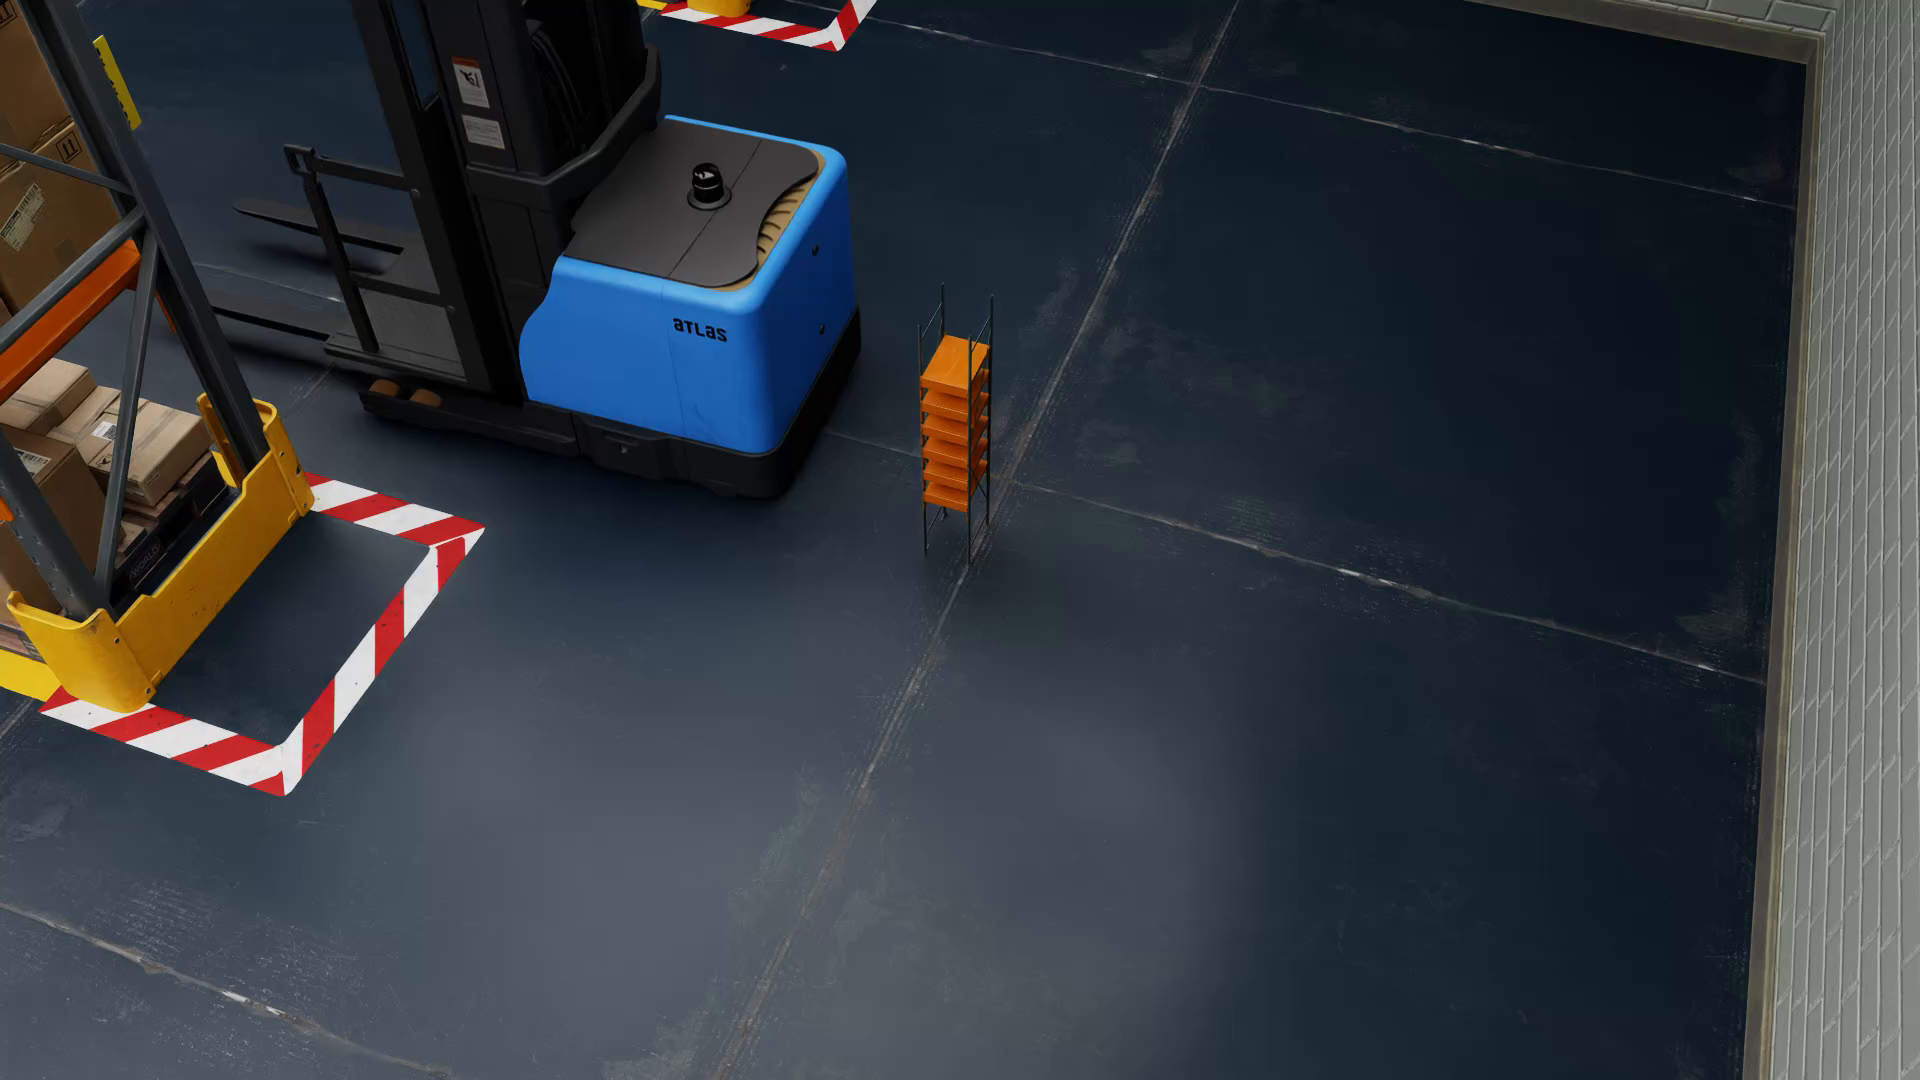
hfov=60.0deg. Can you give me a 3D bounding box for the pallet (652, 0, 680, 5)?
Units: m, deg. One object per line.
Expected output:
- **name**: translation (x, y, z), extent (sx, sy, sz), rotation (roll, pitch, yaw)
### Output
- **pallet**: translation (-1.958, -3.528, 9.535), extent (1.213, 0.211, 1.003), rotation (16, 51, 13)

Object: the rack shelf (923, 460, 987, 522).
- **rack shelf**: translation (-0.014, -0.210, 6.381), extent (0.180, 0.103, 0.258), rotation (16, 51, 13)

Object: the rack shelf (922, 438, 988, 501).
- **rack shelf**: translation (-0.014, -0.289, 6.291), extent (0.180, 0.103, 0.258), rotation (16, 51, 13)

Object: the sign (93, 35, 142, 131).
- **sign**: translation (-2.706, -1.443, 5.309), extent (0.005, 0.325, 0.100), rotation (16, 51, 13)

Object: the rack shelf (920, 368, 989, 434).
- **rack shelf**: translation (-0.014, -0.525, 6.019), extent (0.180, 0.103, 0.258), rotation (16, 51, 13)

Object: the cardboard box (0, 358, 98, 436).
- **cardboard box**: translation (-3.775, -0.493, 6.587), extent (0.500, 0.250, 0.500), rotation (16, 51, 13)

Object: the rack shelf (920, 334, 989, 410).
- **rack shelf**: translation (-0.014, -0.603, 5.928), extent (0.180, 0.103, 0.258), rotation (16, 51, 13)

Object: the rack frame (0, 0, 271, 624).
- **rack frame**: translation (-2.894, -0.775, 5.303), extent (0.127, 3.000, 1.000), rotation (16, 51, 13)

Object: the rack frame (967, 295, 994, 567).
- **rack frame**: translation (0.072, -0.373, 6.146), extent (0.006, 1.200, 0.240), rotation (16, 51, 13)

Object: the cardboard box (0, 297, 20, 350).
- **cardboard box**: translation (-3.409, -0.732, 5.200), extent (0.500, 0.500, 0.500), rotation (17, 51, 14)

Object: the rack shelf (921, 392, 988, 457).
- **rack shelf**: translation (-0.014, -0.446, 6.109), extent (0.180, 0.103, 0.258), rotation (16, 51, 13)

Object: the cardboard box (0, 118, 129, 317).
- **cardboard box**: translation (-3.219, -1.111, 5.528), extent (0.500, 0.500, 0.500), rotation (17, 51, 14)

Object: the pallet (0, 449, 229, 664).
- **pallet**: translation (-3.714, -0.089, 6.555), extent (1.213, 0.211, 1.003), rotation (16, 51, 13)

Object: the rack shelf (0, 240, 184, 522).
- **rack shelf**: translation (-4.770, -1.063, 6.029), extent (4.000, 0.370, 1.077), rotation (16, 51, 13)

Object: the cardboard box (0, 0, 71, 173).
- **cardboard box**: translation (-3.219, -1.438, 5.150), extent (0.500, 0.500, 0.500), rotation (17, 51, 14)

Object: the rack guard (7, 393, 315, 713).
- **rack guard**: translation (-2.966, 0.024, 6.265), extent (0.348, 0.500, 1.175), rotation (16, 51, 13)

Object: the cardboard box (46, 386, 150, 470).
- **cardboard box**: translation (-3.402, -0.410, 6.570), extent (0.250, 0.166, 0.380), rotation (16, 51, 13)

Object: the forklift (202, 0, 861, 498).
- **forklift**: translation (-2.005, -1.796, 6.233), extent (3.031, 2.935, 1.130), rotation (14, 51, 12)

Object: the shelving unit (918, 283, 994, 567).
- **shelving unit**: translation (-0.014, -0.397, 6.166), extent (0.189, 1.200, 0.258), rotation (16, 51, 13)

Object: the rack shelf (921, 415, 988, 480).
- **rack shelf**: translation (-0.014, -0.368, 6.200), extent (0.180, 0.103, 0.258), rotation (16, 51, 13)

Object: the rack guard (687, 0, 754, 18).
- **rack guard**: translation (-1.159, -3.462, 9.286), extent (0.348, 0.500, 1.175), rotation (16, 51, 13)

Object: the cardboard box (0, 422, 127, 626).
- **cardboard box**: translation (-3.490, -0.068, 6.054), extent (0.500, 0.500, 0.500), rotation (16, 51, 13)

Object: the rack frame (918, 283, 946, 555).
- **rack frame**: translation (-0.099, -0.421, 6.187), extent (0.006, 1.200, 0.240), rotation (16, 51, 13)

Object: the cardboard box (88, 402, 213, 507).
- **cardboard box**: translation (-3.168, -0.338, 6.520), extent (0.250, 0.149, 0.380), rotation (16, 51, 13)
